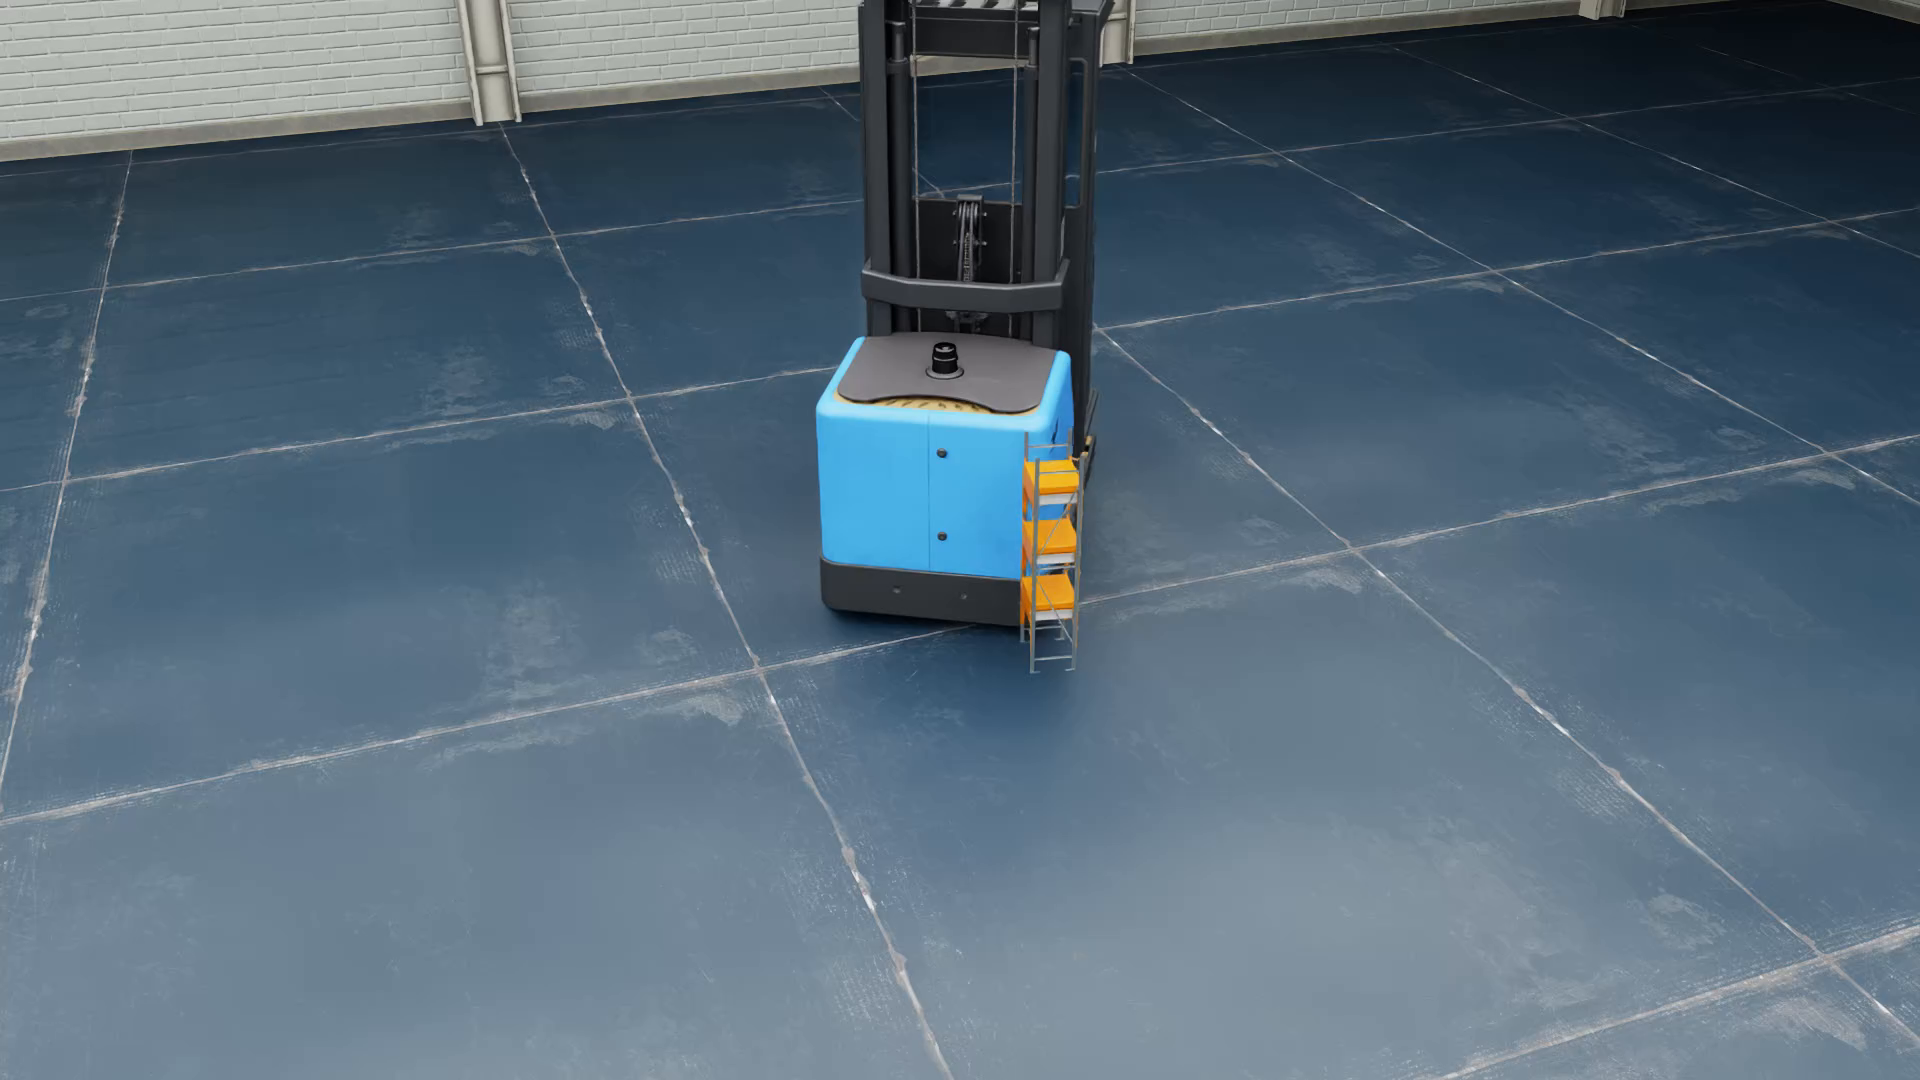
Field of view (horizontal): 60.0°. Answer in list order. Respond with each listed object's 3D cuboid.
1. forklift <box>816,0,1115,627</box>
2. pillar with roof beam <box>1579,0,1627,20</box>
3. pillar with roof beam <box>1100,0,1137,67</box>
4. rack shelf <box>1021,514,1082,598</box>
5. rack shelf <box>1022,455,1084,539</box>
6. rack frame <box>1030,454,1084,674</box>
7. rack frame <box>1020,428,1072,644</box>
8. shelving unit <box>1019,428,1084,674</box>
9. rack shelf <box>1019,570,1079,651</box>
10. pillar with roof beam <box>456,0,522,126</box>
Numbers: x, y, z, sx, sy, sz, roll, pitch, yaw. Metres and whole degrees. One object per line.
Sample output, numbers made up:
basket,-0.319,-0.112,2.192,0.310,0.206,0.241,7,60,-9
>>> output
forklift,0.130,-1.596,8.091,1.130,2.935,3.031,5,30,9
pillar with roof beam,8.618,-7.743,12.750,0.400,9.000,9.100,-10,31,-18
pillar with roof beam,2.994,-6.707,10.933,0.400,9.000,9.100,-10,31,-18
rack shelf,0.386,0.067,7.093,0.215,0.259,0.240,-4,30,-7
rack shelf,0.386,-0.179,6.952,0.215,0.259,0.240,-4,30,-7
rack frame,0.403,0.118,6.983,0.200,1.050,0.008,-4,30,-7
rack frame,0.368,-0.002,7.193,0.200,1.050,0.008,-4,30,-7
shelving unit,0.386,0.058,7.088,0.215,1.050,0.252,-4,30,-7
rack shelf,0.386,0.309,7.230,0.215,0.259,0.240,-4,30,-7
pillar with roof beam,-2.629,-5.672,9.115,0.400,9.000,9.100,-10,31,-18
